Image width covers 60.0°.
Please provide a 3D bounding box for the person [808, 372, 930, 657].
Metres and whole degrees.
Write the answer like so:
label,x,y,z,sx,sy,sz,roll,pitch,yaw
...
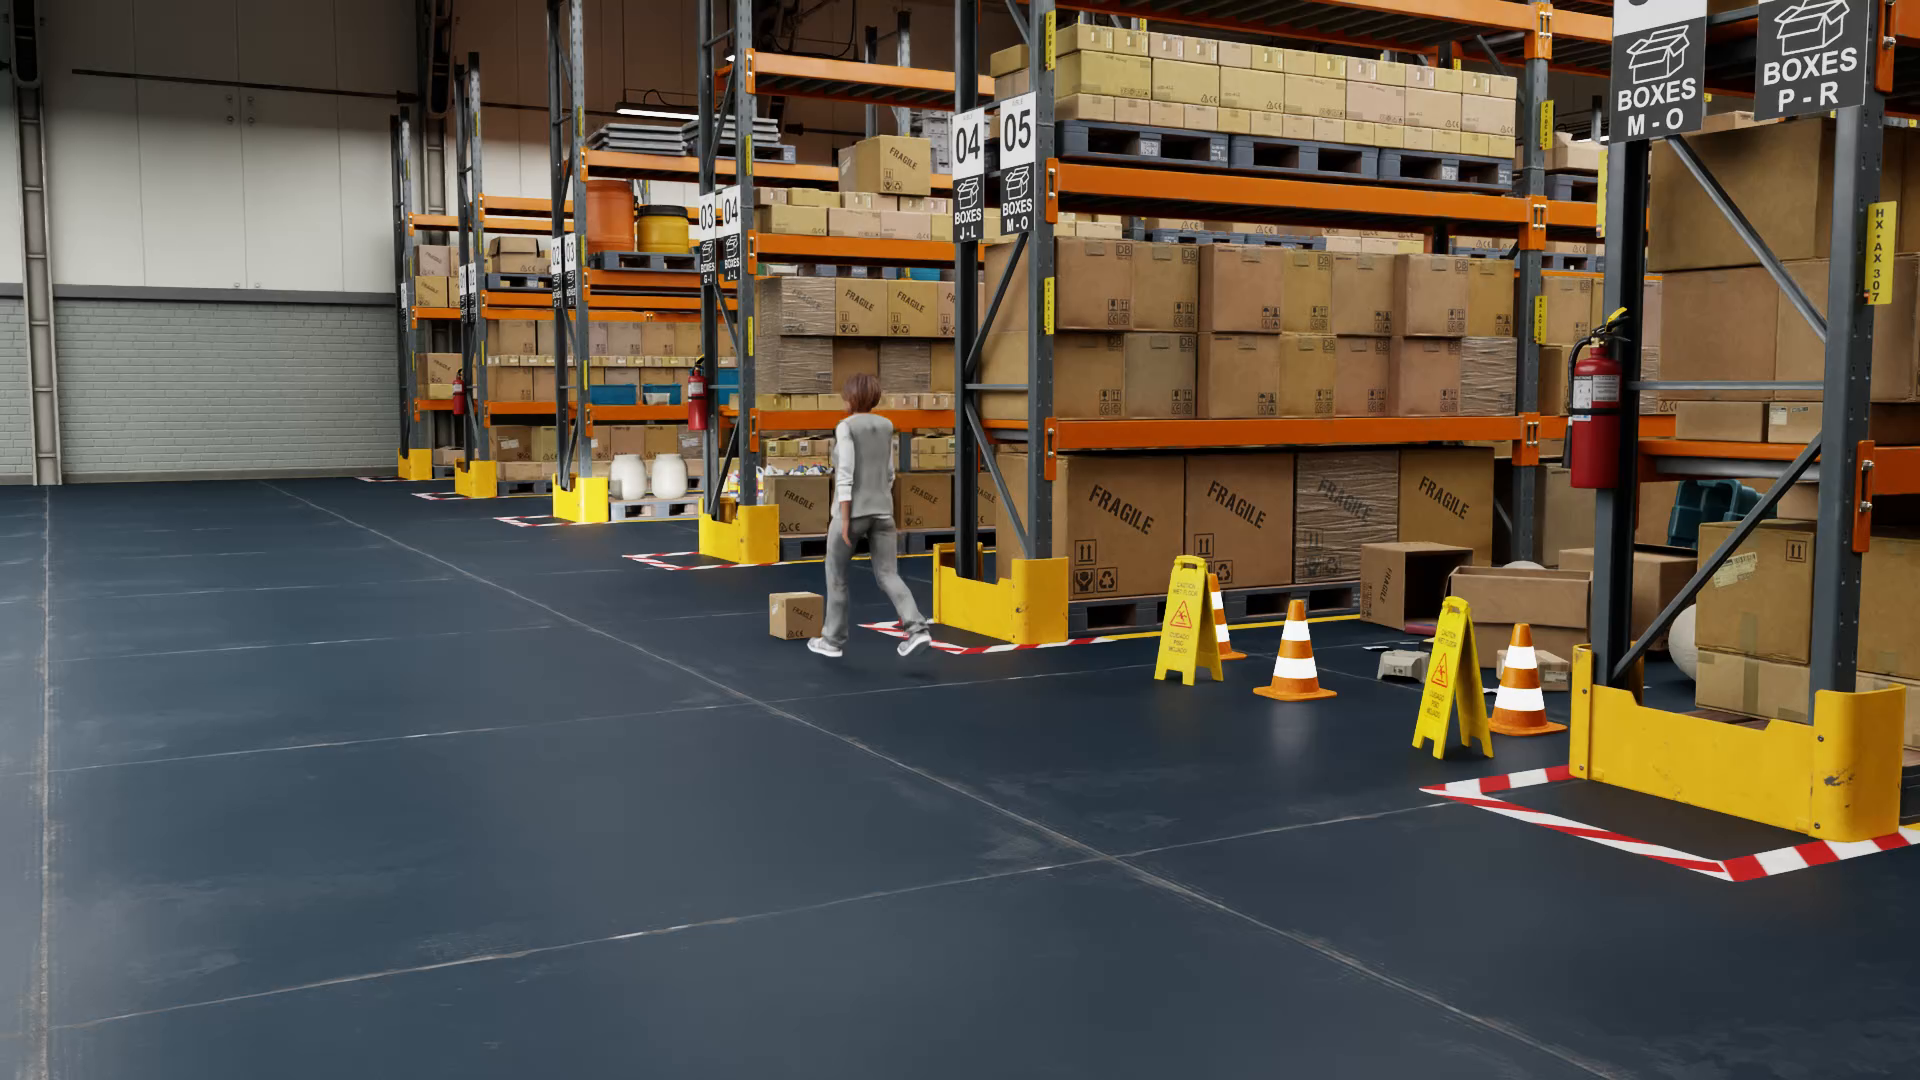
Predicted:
label,x,y,z,sx,sy,sz,roll,pitch,yaw
person,-0.512,-0.125,8.989,0.416,1.562,0.876,-4,7,-37
